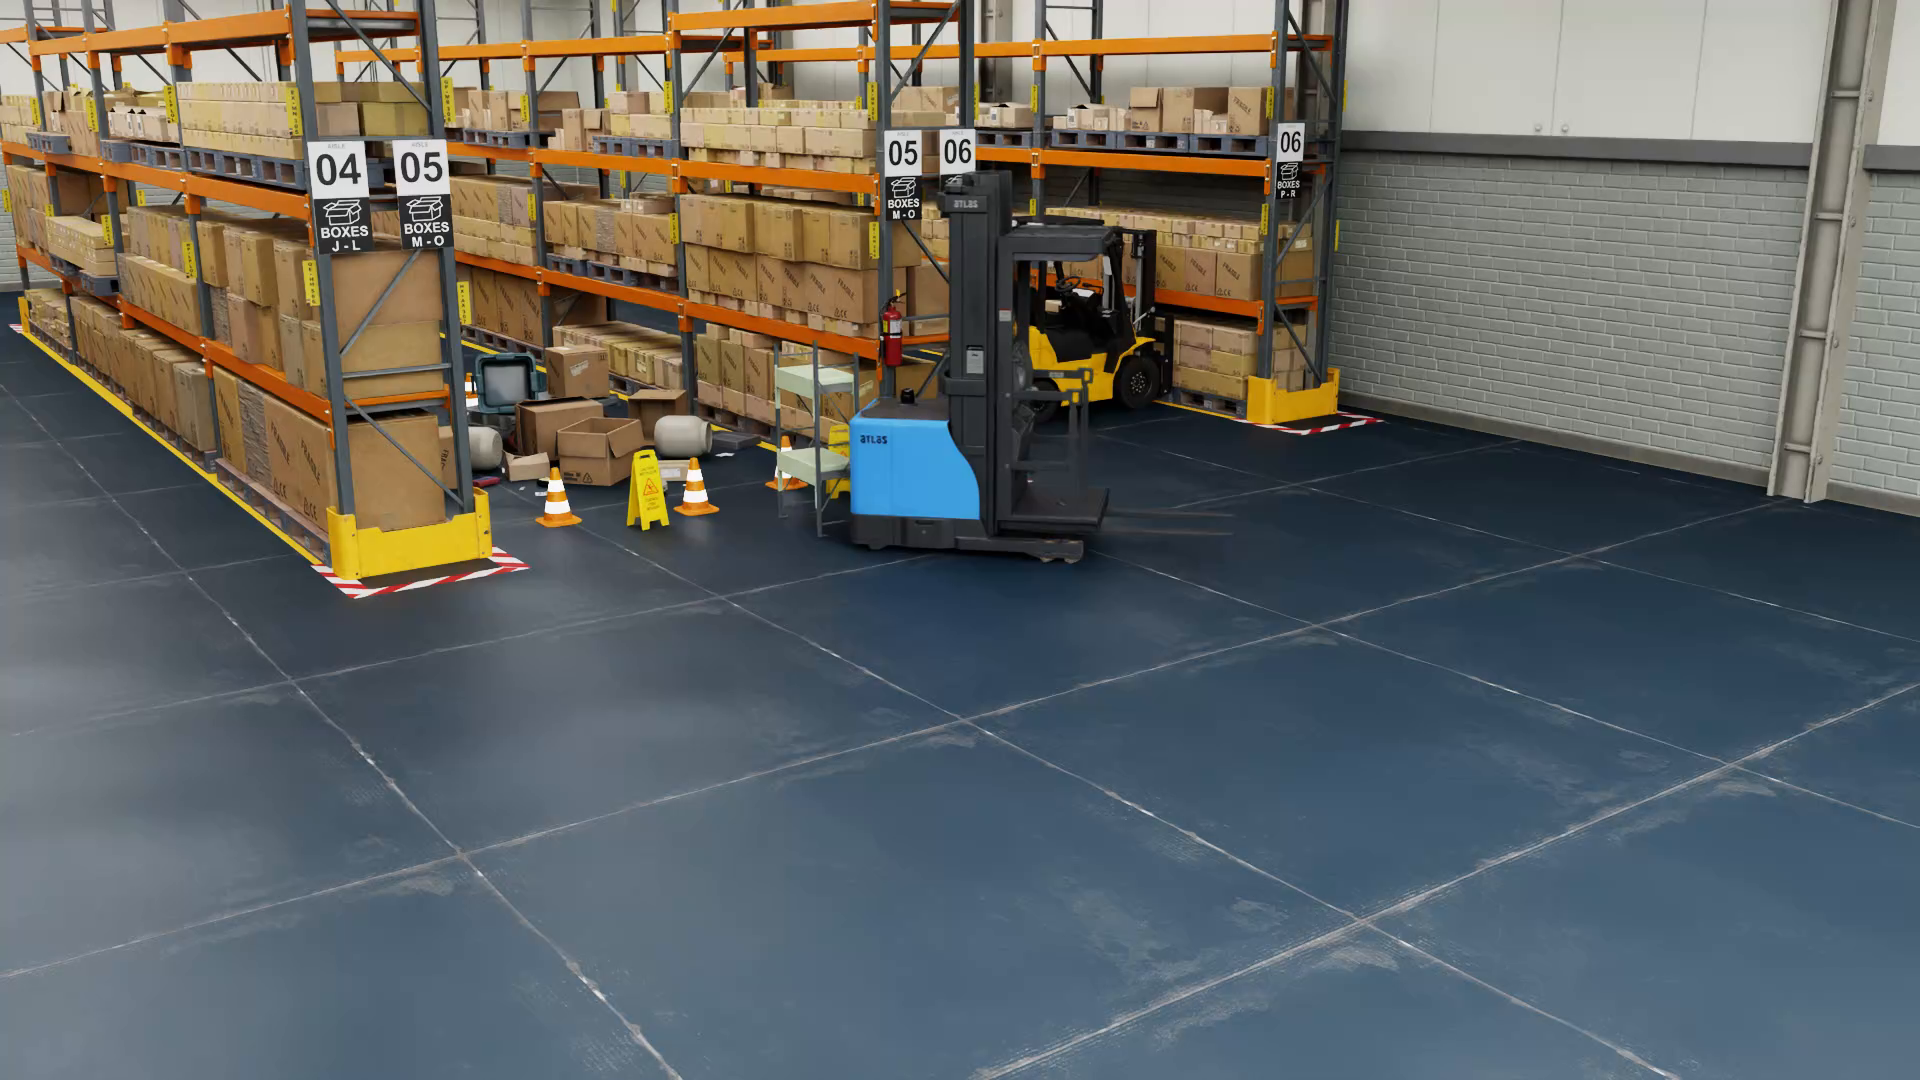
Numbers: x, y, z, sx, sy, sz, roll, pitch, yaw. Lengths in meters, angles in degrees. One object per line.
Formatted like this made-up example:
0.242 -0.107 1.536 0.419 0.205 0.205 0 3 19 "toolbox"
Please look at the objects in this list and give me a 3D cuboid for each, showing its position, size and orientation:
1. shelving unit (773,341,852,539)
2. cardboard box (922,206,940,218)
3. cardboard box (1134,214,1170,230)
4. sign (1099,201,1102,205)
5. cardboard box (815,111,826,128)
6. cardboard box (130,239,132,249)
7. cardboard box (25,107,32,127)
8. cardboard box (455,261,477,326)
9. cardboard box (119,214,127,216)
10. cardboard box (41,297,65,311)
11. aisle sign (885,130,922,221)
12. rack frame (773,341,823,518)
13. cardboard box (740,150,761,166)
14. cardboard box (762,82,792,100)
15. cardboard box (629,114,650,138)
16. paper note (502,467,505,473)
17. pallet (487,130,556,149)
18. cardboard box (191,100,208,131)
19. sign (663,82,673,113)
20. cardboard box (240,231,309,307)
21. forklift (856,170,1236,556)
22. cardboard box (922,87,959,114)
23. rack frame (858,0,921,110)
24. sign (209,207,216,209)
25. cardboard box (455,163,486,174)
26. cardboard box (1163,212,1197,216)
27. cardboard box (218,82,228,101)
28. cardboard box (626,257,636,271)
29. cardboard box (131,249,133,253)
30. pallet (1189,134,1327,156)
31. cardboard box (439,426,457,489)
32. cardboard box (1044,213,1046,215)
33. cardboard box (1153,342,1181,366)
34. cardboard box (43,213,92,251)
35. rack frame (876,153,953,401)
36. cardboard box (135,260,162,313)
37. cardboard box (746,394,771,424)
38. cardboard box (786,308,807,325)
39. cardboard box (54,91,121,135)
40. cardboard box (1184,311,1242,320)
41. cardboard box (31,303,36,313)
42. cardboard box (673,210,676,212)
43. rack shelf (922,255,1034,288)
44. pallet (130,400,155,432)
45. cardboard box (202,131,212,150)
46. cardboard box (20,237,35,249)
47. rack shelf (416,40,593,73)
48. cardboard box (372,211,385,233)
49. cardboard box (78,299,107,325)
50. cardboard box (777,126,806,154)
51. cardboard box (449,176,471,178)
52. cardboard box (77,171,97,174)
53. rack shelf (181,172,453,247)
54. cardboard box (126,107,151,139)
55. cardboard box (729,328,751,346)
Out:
-1.228 -0.848 13.832 0.431 1.500 0.755 -7 17 -23 "shelving unit"
-0.384 -4.577 23.200 0.380 0.149 0.250 -11 19 -34 "cardboard box"
2.283 -3.764 19.664 0.380 0.149 0.250 -11 19 -34 "cardboard box"
1.801 -4.229 21.555 0.100 0.325 0.005 -11 19 -35 "sign"
-1.139 -3.973 15.692 0.380 0.149 0.250 -11 19 -34 "cardboard box"
-9.999 -3.671 20.422 0.380 0.149 0.250 -10 18 -33 "cardboard box"
-12.082 -5.621 22.087 0.500 0.250 0.500 -12 19 -37 "cardboard box"
-6.935 -3.681 24.574 0.875 0.875 0.875 -10 18 -33 "cardboard box"
-10.915 -4.147 21.598 0.380 0.149 0.250 -10 18 -32 "cardboard box"
-12.837 -3.360 23.647 0.380 0.149 0.250 -11 19 -34 "cardboard box"
-0.506 -3.257 14.869 0.394 0.787 0.004 -11 19 -35 "aisle sign"
-1.376 -0.936 14.154 0.400 1.500 0.023 -7 17 -23 "rack frame"
-1.988 -3.847 16.745 0.380 0.149 0.250 -11 19 -36 "cardboard box"
-2.933 -7.209 26.692 0.396 0.266 0.258 -11 19 -35 "cardboard box"
-3.414 -4.703 18.885 0.500 0.250 0.500 -11 19 -34 "cardboard box"
-4.326 -0.684 16.031 0.172 0.023 0.155 -4 16 -15 "paper note"
-5.434 -5.254 21.768 1.213 0.211 1.003 -10 18 -32 "pallet"
-6.246 -3.639 14.242 0.500 0.250 0.500 -11 19 -35 "cardboard box"
-3.107 -4.715 17.712 0.100 0.325 0.005 -11 19 -35 "sign"
-5.474 -2.286 13.918 0.875 0.550 0.500 -11 19 -35 "cardboard box"
0.685 -1.431 13.253 3.031 2.935 1.130 -1 15 -5 "forklift"
-0.172 -5.877 22.509 0.500 0.500 0.500 -10 18 -33 "cardboard box"
-0.999 -7.434 23.692 1.000 3.000 0.127 -11 19 -35 "rack frame"
-8.510 -3.625 18.945 0.100 0.325 0.005 -11 19 -35 "sign"
-7.340 -5.575 24.950 0.380 0.149 0.250 -11 19 -35 "cardboard box"
2.635 -3.832 19.915 0.380 0.149 0.250 -10 18 -33 "cardboard box"
-5.771 -3.631 13.459 0.380 0.149 0.250 -11 19 -35 "cardboard box"
-3.660 -3.226 19.362 0.380 0.149 0.250 -11 19 -34 "cardboard box"
-9.990 -3.526 20.459 0.380 0.149 0.250 -12 19 -36 "cardboard box"
3.310 -4.392 18.425 1.003 0.211 1.213 -11 19 -35 "pallet"
-4.862 -0.749 15.360 0.500 0.500 0.500 -7 17 -25 "cardboard box"
1.204 -4.221 21.900 0.380 0.149 0.250 -12 19 -36 "cardboard box"
2.559 -2.221 19.475 0.500 0.250 0.500 -11 19 -36 "cardboard box"
-11.821 -4.085 22.066 0.500 0.500 0.500 -11 19 -34 "cardboard box"
-0.308 -2.061 15.425 1.000 3.000 0.127 -11 19 -35 "rack frame"
-8.314 -2.674 17.475 0.500 0.500 0.500 -11 19 -35 "cardboard box"
-1.895 -1.399 17.417 0.500 0.250 0.500 -11 19 -35 "cardboard box"
-1.510 -2.249 16.587 0.380 0.149 0.250 -11 19 -35 "cardboard box"
-10.506 -5.183 20.156 0.797 0.503 0.637 -11 19 -35 "cardboard box"
2.993 -2.538 19.685 0.500 0.250 0.500 -11 19 -35 "cardboard box"
-13.445 -3.440 24.503 0.380 0.149 0.250 -11 19 -35 "cardboard box"
-3.278 -3.669 19.750 0.500 0.500 0.500 -11 19 -35 "cardboard box"
0.177 -3.767 23.019 1.077 0.370 4.000 -11 19 -35 "rack shelf"
-8.554 -1.455 18.491 1.003 0.211 1.213 -11 19 -35 "pallet"
-6.219 -3.409 14.159 0.380 0.149 0.250 -11 19 -35 "cardboard box"
-13.437 -4.333 24.201 0.380 0.149 0.250 -12 19 -36 "cardboard box"
-6.188 -6.550 22.583 1.077 0.370 4.000 -11 19 -35 "rack shelf"
-9.061 -5.164 26.572 0.500 0.500 0.500 -11 19 -35 "cardboard box"
-10.773 -2.880 20.936 0.500 0.250 0.500 -10 18 -33 "cardboard box"
-1.431 -3.864 16.051 0.500 0.250 0.500 -10 18 -33 "cardboard box"
-7.338 -5.016 24.136 0.500 0.500 0.500 -11 19 -34 "cardboard box"
-11.694 -4.750 22.603 0.500 0.500 0.500 -12 19 -36 "cardboard box"
-5.429 -2.798 13.798 1.077 0.370 4.000 -11 19 -35 "rack shelf"
-8.112 -4.229 16.847 0.500 0.311 0.500 -11 19 -36 "cardboard box"
-2.203 -2.153 17.524 0.380 0.149 0.250 -10 18 -32 "cardboard box"
